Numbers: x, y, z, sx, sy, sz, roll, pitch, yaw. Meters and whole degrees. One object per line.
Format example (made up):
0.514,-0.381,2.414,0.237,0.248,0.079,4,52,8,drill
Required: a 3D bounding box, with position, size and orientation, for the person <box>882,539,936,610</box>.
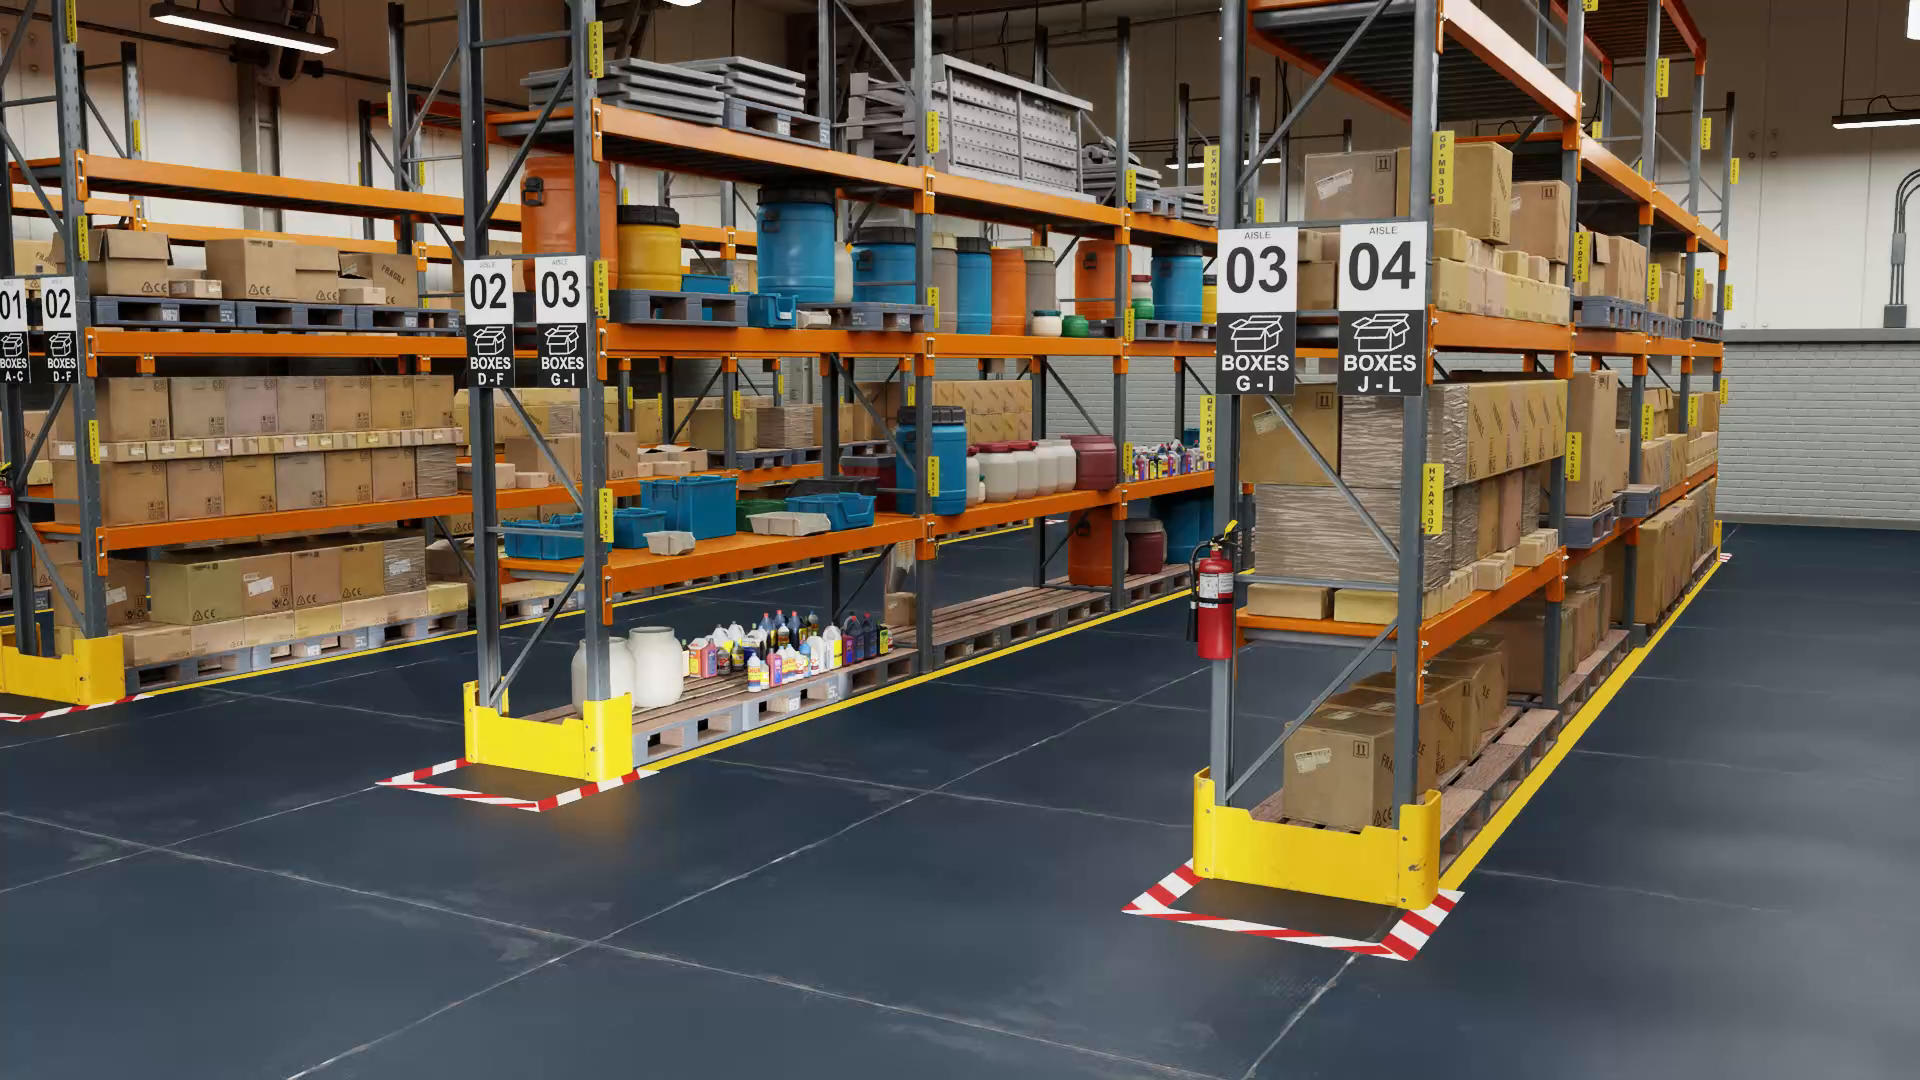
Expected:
-0.464,0.295,15.498,0.502,1.267,0.742,0,6,4,person
